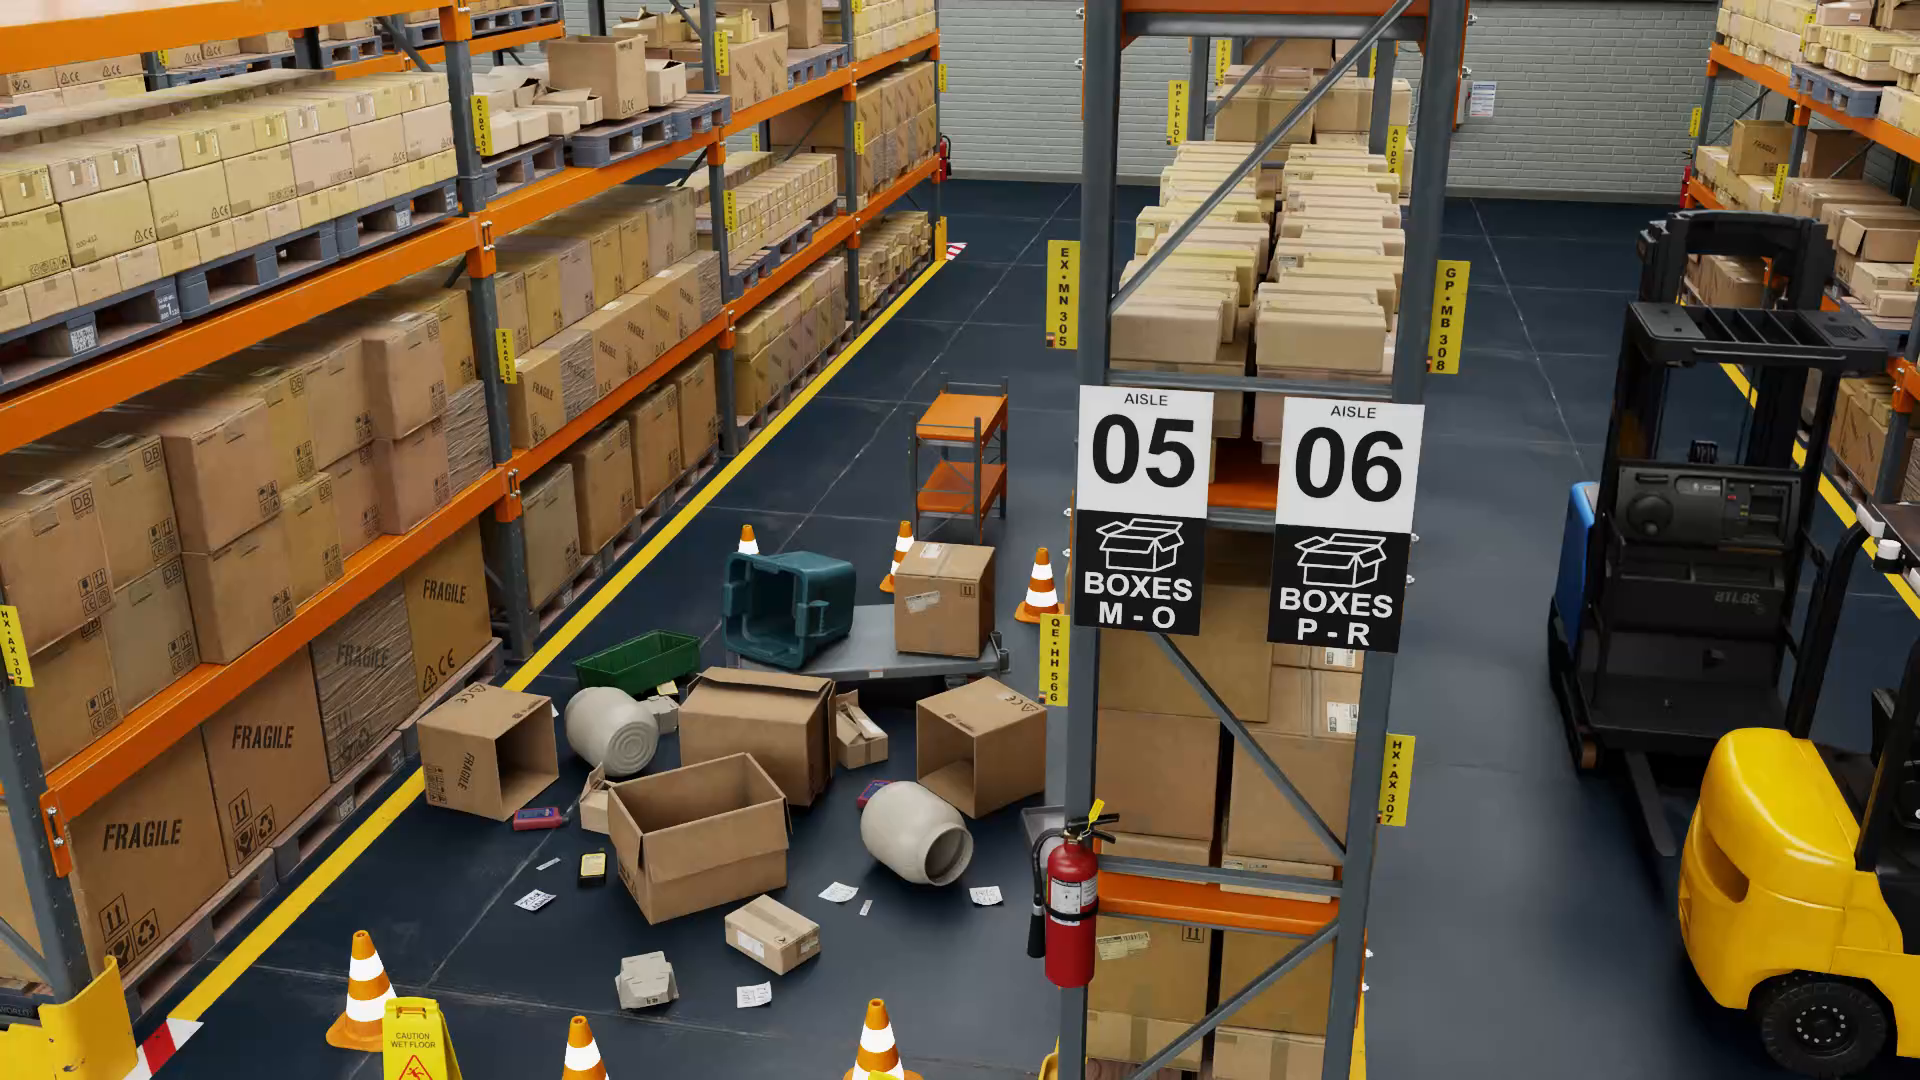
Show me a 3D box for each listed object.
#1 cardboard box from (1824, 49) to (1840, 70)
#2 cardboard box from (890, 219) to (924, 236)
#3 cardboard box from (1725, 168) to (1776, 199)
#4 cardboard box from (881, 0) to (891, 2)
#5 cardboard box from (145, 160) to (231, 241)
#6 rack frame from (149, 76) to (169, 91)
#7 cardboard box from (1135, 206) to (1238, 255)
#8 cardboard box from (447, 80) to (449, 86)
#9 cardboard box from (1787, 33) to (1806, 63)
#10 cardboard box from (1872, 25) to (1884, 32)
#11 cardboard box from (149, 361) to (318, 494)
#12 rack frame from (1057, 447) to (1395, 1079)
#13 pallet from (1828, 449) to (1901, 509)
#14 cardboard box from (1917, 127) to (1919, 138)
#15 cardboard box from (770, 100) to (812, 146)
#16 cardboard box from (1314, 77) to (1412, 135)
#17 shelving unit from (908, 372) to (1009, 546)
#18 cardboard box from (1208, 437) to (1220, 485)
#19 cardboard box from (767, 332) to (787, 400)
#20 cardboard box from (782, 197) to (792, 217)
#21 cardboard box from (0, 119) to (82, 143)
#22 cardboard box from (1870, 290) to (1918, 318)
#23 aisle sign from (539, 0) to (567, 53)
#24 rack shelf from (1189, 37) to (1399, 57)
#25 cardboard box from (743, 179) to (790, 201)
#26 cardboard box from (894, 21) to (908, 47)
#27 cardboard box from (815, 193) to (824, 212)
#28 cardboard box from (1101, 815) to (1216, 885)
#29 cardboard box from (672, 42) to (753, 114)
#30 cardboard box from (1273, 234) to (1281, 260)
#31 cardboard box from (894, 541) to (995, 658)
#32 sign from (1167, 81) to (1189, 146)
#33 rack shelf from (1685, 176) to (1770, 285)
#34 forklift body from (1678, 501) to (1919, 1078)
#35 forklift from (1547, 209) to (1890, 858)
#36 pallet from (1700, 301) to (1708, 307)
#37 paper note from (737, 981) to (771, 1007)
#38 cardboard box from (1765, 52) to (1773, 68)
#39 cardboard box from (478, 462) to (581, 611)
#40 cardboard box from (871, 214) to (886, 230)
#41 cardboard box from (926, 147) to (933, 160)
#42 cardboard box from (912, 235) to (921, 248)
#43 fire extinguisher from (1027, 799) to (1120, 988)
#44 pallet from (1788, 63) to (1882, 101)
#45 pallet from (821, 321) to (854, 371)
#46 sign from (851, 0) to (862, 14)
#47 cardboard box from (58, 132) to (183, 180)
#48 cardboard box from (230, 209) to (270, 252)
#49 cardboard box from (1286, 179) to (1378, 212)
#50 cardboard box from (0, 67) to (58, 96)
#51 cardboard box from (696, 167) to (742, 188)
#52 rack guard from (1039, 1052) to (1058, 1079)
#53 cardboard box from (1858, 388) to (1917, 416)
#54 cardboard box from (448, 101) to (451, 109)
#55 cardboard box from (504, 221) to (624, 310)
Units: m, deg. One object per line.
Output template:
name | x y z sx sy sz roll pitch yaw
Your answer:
cardboard box | 7.528 -4.047 14.011 0.380 0.149 0.250 5 22 12
cardboard box | -0.650 -3.811 20.260 0.380 0.149 0.250 4 22 10
cardboard box | 8.330 -3.715 17.365 0.500 0.250 0.500 4 22 10
cardboard box | -0.959 -5.909 17.992 0.380 0.149 0.250 6 23 14
cardboard box | -3.464 -1.445 7.017 0.500 0.250 0.500 4 22 10
rack frame | -7.221 -2.557 14.688 1.000 3.000 0.127 4 22 11
cardboard box | 0.908 -1.230 6.647 0.380 0.149 0.250 5 22 12
cardboard box | -6.153 -5.371 20.474 0.500 0.500 0.500 4 22 9
cardboard box | 8.010 -4.543 15.406 0.500 0.250 0.500 5 22 11
cardboard box | 8.209 -4.423 14.548 0.380 0.149 0.250 4 22 10
cardboard box | -3.655 -0.526 7.998 0.875 0.550 0.500 4 22 11
rack frame | 0.848 1.124 5.547 1.000 3.000 0.127 4 22 11
pallet | 7.529 -0.401 13.068 1.003 0.211 1.213 4 22 11
cardboard box | 7.207 -2.953 11.856 0.500 0.250 0.500 4 22 9
cardboard box | -1.739 -4.446 17.507 0.500 0.500 0.500 4 22 9
cardboard box | 2.267 -2.454 9.385 0.500 0.250 0.500 4 22 10
shelving unit | 0.001 -0.524 12.150 0.538 1.125 1.048 4 22 11
cardboard box | 0.647 -0.303 5.411 0.380 0.149 0.250 5 22 11
cardboard box | -1.893 -1.601 15.097 0.500 0.500 0.500 5 22 12
cardboard box | -1.779 -3.090 15.387 0.380 0.149 0.250 5 23 13
cardboard box | -4.022 -1.716 7.158 0.380 0.149 0.250 4 22 10
cardboard box | 7.098 -1.772 12.514 0.380 0.149 0.250 5 22 12
aisle sign | -5.281 -6.692 21.475 0.394 0.787 0.004 4 22 11
rack shelf | 2.072 -3.334 10.084 1.077 0.370 4.000 4 22 11
cardboard box | -1.781 -3.222 15.317 0.380 0.149 0.250 4 22 10
cardboard box | -0.888 -5.640 18.527 0.500 0.250 0.500 5 23 13
cardboard box | -1.563 -3.337 16.398 0.380 0.149 0.250 4 22 11
cardboard box | 0.715 1.087 5.974 0.380 0.149 0.250 5 23 13
cardboard box | -2.009 -3.768 13.546 0.500 0.500 0.500 4 22 11
cardboard box | 1.528 -1.059 6.756 0.500 0.250 0.500 5 22 12
cardboard box | -0.085 0.345 9.815 0.500 0.500 0.500 4 22 11
sign | 1.120 -2.194 8.551 0.100 0.325 0.005 4 22 11
rack shelf | 8.564 -3.285 17.459 1.077 0.370 4.000 4 22 11
forklift body | 4.309 1.062 6.837 2.313 2.155 1.214 4 22 11
forklift | 4.013 -0.163 8.834 1.130 2.935 3.031 5 22 11
pallet | 8.544 -2.293 17.764 1.003 0.211 1.213 4 22 11
paper note | -0.908 2.004 7.337 0.148 0.019 0.142 -3 22 -8
cardboard box | 8.240 -4.781 16.531 0.380 0.149 0.250 5 22 11
cardboard box | -3.164 -0.064 10.948 1.050 0.750 0.750 4 22 11
cardboard box | -1.132 -3.941 20.580 0.380 0.149 0.250 5 22 12
cardboard box | -0.544 -4.811 20.619 0.380 0.149 0.250 4 22 11
cardboard box | -0.687 -3.673 20.315 0.380 0.149 0.250 4 22 9
fire extinguisher | 0.373 1.167 5.545 0.296 0.674 0.183 4 22 11
pallet | 7.954 -3.959 14.404 1.213 0.211 1.003 4 22 11
pallet | -1.728 -2.027 17.103 1.003 0.211 1.213 4 22 11
sign | -1.026 -5.378 16.457 0.100 0.325 0.005 4 22 11
cardboard box | -3.431 -1.572 6.799 0.380 0.149 0.250 4 22 10
cardboard box | -3.326 -1.388 7.410 0.380 0.149 0.250 5 22 11
cardboard box | 1.615 -1.469 7.239 0.380 0.149 0.250 4 22 10
cardboard box | -7.284 -3.665 12.620 0.500 0.500 0.500 5 22 12
cardboard box | -2.312 -3.469 15.931 0.380 0.149 0.250 4 22 10
rack guard | 0.863 2.256 6.083 1.175 0.500 0.348 4 22 11
cardboard box | 7.218 -1.063 12.893 0.380 0.149 0.250 3 22 8
cardboard box | -3.215 -2.513 10.067 0.500 0.250 0.500 5 22 11
cardboard box | -2.796 -1.929 11.656 0.700 0.500 0.500 4 22 10
